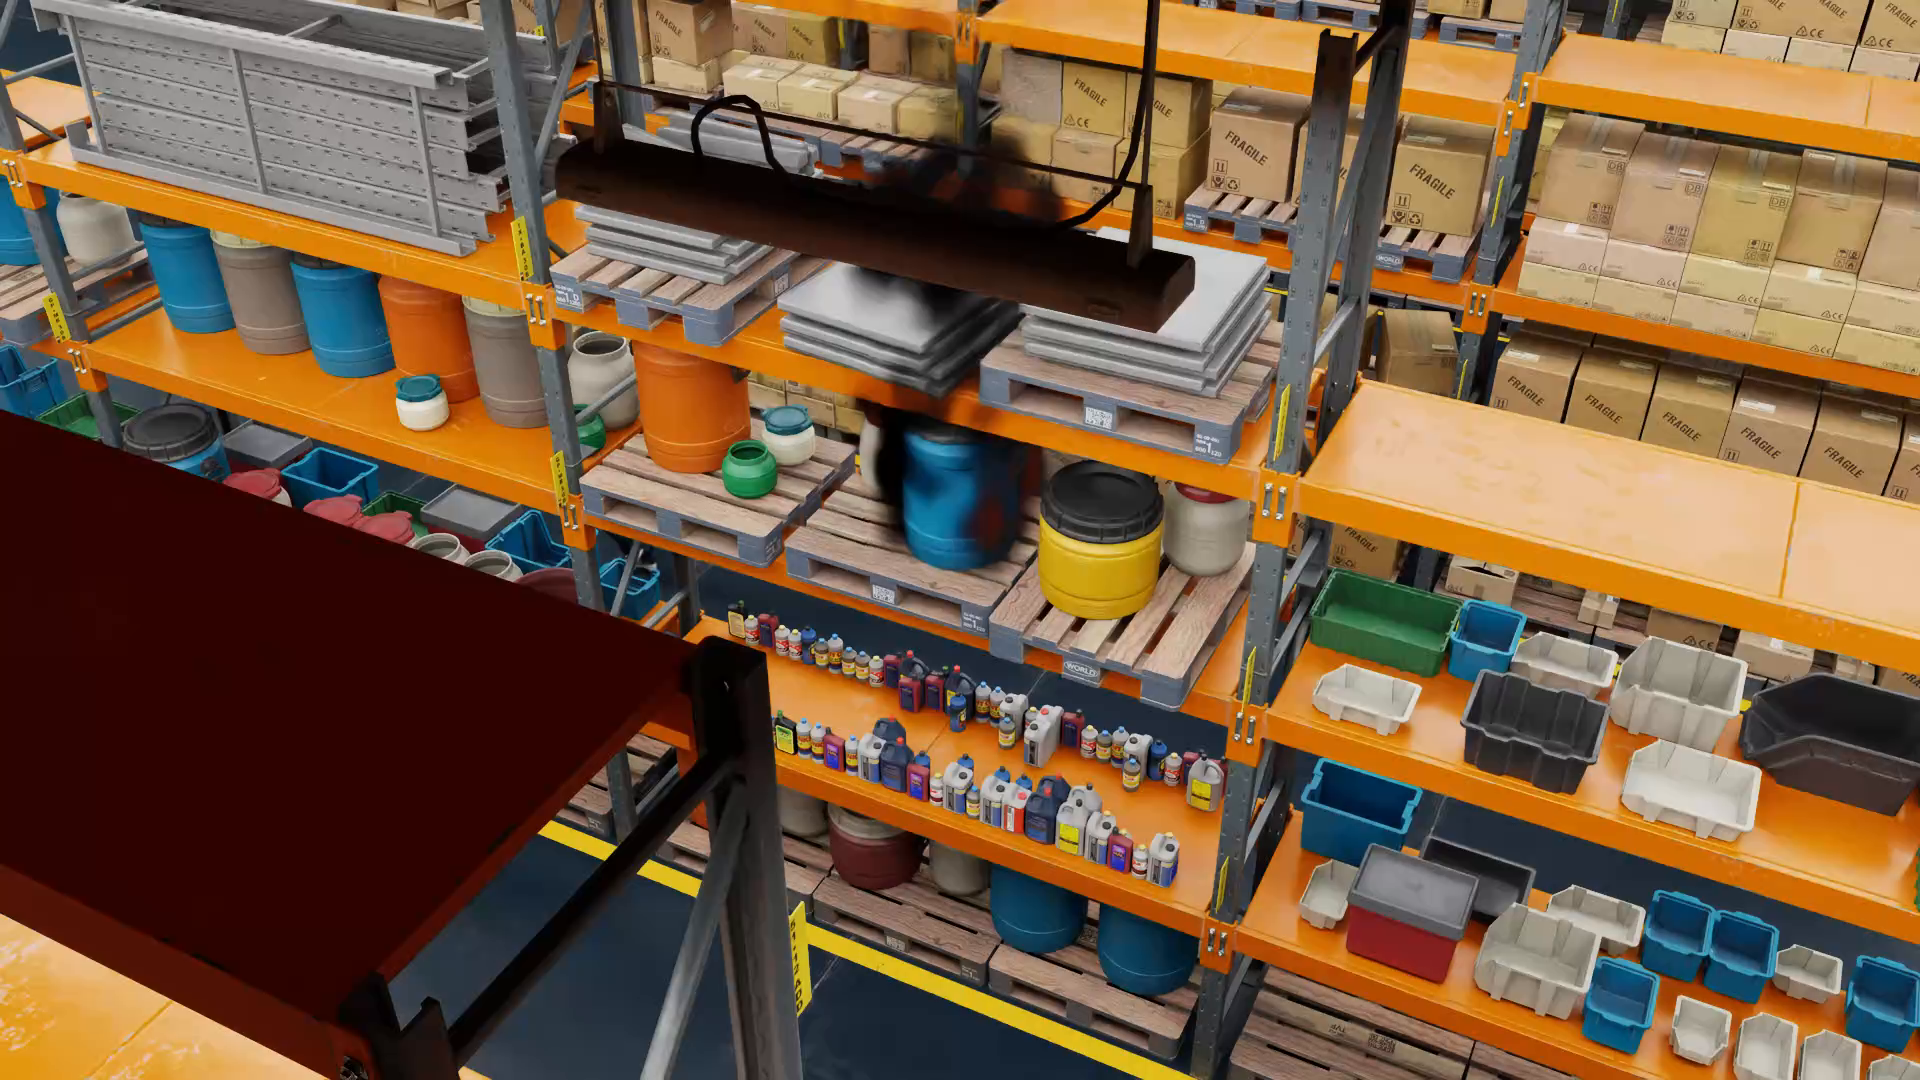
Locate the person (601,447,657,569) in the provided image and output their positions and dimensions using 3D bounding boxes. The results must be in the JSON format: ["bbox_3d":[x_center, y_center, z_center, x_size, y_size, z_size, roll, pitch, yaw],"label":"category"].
[{"bbox_3d":[-2.725,-0.438,13.110,0.570,1.560,0.520,11,37,15],"label":"person"}]
